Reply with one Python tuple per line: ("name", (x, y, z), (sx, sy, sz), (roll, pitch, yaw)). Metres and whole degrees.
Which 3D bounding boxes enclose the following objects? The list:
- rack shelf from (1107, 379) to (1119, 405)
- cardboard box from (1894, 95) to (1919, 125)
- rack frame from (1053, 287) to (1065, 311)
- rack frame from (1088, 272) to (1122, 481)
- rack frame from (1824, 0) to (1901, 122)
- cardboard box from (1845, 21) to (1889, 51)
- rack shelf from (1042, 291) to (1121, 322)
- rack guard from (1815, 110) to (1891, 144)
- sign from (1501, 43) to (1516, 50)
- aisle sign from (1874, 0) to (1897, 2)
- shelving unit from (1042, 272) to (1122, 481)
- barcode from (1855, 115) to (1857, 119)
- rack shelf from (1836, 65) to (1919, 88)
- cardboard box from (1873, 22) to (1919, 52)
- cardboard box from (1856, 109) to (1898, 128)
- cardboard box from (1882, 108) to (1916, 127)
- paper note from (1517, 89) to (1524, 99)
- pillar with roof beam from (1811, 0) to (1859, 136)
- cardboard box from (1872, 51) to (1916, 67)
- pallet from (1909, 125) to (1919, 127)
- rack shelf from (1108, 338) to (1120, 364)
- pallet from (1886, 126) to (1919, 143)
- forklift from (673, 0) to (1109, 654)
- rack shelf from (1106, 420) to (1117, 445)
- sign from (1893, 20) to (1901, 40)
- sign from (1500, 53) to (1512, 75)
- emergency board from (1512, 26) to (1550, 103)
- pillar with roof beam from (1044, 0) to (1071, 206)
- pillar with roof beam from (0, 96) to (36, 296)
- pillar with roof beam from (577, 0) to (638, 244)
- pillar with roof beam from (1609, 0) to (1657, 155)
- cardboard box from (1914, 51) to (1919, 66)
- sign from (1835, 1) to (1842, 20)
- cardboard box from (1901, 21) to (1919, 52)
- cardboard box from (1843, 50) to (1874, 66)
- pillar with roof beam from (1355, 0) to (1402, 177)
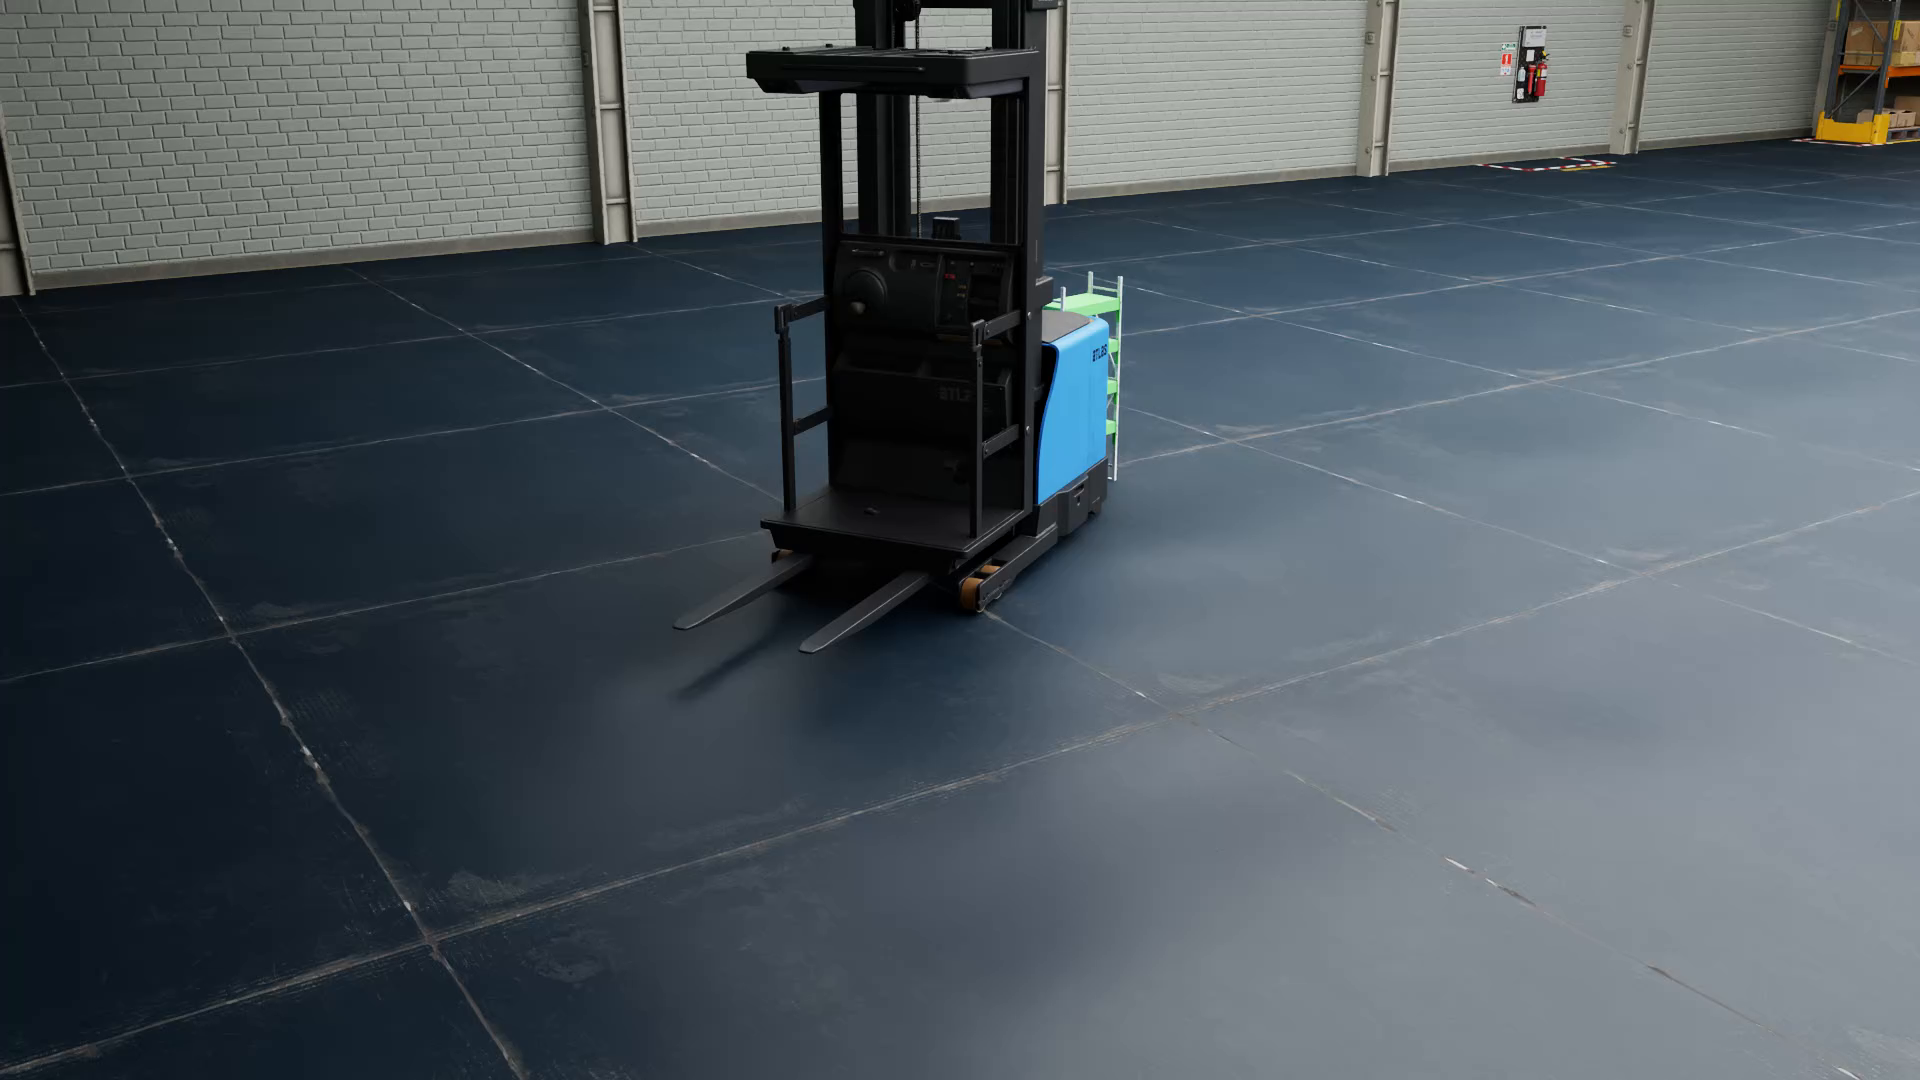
("rack shelf", (0.656, -0.829, 9.522), (0.258, 0.148, 0.480), (18, 25, 42))
("cardboard box", (17.818, -7.984, 30.892), (0.500, 0.500, 0.700), (-14, 23, -35))
("rack frame", (0.485, -0.834, 9.337), (0.240, 1.200, 0.015), (18, 25, 42))
("rack frame", (0.827, -0.945, 9.666), (0.240, 1.200, 0.015), (18, 25, 42))
("rack frame", (16.074, -8.645, 29.633), (0.127, 3.000, 1.000), (-12, 22, -31))
("cardboard box", (16.351, -9.079, 29.948), (0.500, 0.500, 0.500), (-12, 22, -32))
("rack shelf", (0.656, -1.283, 9.368), (0.258, 0.148, 0.480), (18, 25, 42))
("rack guard", (16.138, -7.475, 30.073), (0.348, 0.500, 1.175), (-12, 22, -31))
("sign", (8.578, -7.715, 25.997), (0.331, 0.109, 0.001), (-12, 22, -31))
("aisle sign", (16.179, -9.784, 28.942), (0.004, 0.787, 0.394), (-12, 22, -31))
("shelving unit", (0.656, -0.889, 9.501), (0.258, 1.200, 0.503), (18, 25, 42))
("barcode", (16.497, -7.792, 30.607), (0.075, 0.075, 0.001), (-12, 22, -31))
("rack shelf", (17.745, -8.657, 30.791), (4.000, 0.370, 1.077), (-12, 22, -31))
("cardboard box", (16.638, -8.943, 29.545), (0.500, 0.500, 0.500), (-12, 22, -31))
("cardboard box", (16.702, -7.678, 30.283), (0.500, 0.311, 0.500), (-15, 24, -37))
("cardboard box", (17.178, -7.778, 30.580), (0.500, 0.311, 0.500), (-10, 21, -27))
("paper note", (8.902, -7.088, 26.403), (0.142, 0.148, 0.016), (-12, 22, -31))
("pillar with roof beam", (18.551, -10.690, 26.316), (0.400, 9.000, 9.100), (-12, 22, -31))
("cardboard box", (16.657, -8.585, 29.657), (0.500, 0.250, 0.500), (-13, 22, -33))
("pallet", (17.854, -7.685, 31.147), (1.213, 0.211, 1.003), (-12, 22, -31))
("rack shelf", (0.656, -1.056, 9.445), (0.258, 0.148, 0.480), (18, 25, 42))
("pallet", (16.836, -7.471, 30.515), (1.213, 0.211, 1.003), (-12, 22, -31))
("forklift", (-0.265, -1.206, 7.737), (1.130, 2.935, 3.031), (8, 20, 24))
("rack shelf", (0.656, -0.601, 9.599), (0.258, 0.148, 0.480), (18, 25, 42))
("sign", (16.373, -8.910, 29.066), (0.005, 0.325, 0.100), (-12, 22, -31))
("sign", (8.569, -7.465, 26.087), (0.234, 0.329, 0.001), (-12, 22, -31))
("emergency board", (9.087, -7.518, 26.299), (0.643, 1.169, 0.194), (-12, 22, -31))
("pillar with roof beam", (3.518, -7.520, 16.937), (0.400, 9.000, 9.100), (-12, 22, -31))
("pillar with roof beam", (-6.504, -5.406, 10.685), (0.400, 9.000, 9.100), (-12, 22, -31))
("pillar with roof beam", (-1.493, -6.463, 13.811), (0.400, 9.000, 9.100), (-12, 22, -31))
("pillar with roof beam", (13.540, -9.634, 23.190), (0.400, 9.000, 9.100), (-12, 22, -31))
("cardboard box", (17.082, -8.680, 29.939), (0.500, 0.250, 0.500), (-13, 22, -33))
("sign", (15.786, -9.496, 29.847), (0.005, 0.325, 0.100), (-12, 22, -31))
("cardboard box", (17.057, -9.027, 29.795), (0.500, 0.500, 0.500), (-12, 22, -31))
("cardboard box", (16.358, -8.718, 30.051), (0.500, 0.250, 0.500), (-12, 22, -31))
("pillar with roof beam", (8.529, -8.577, 20.064), (0.400, 9.000, 9.100), (-12, 22, -31))
